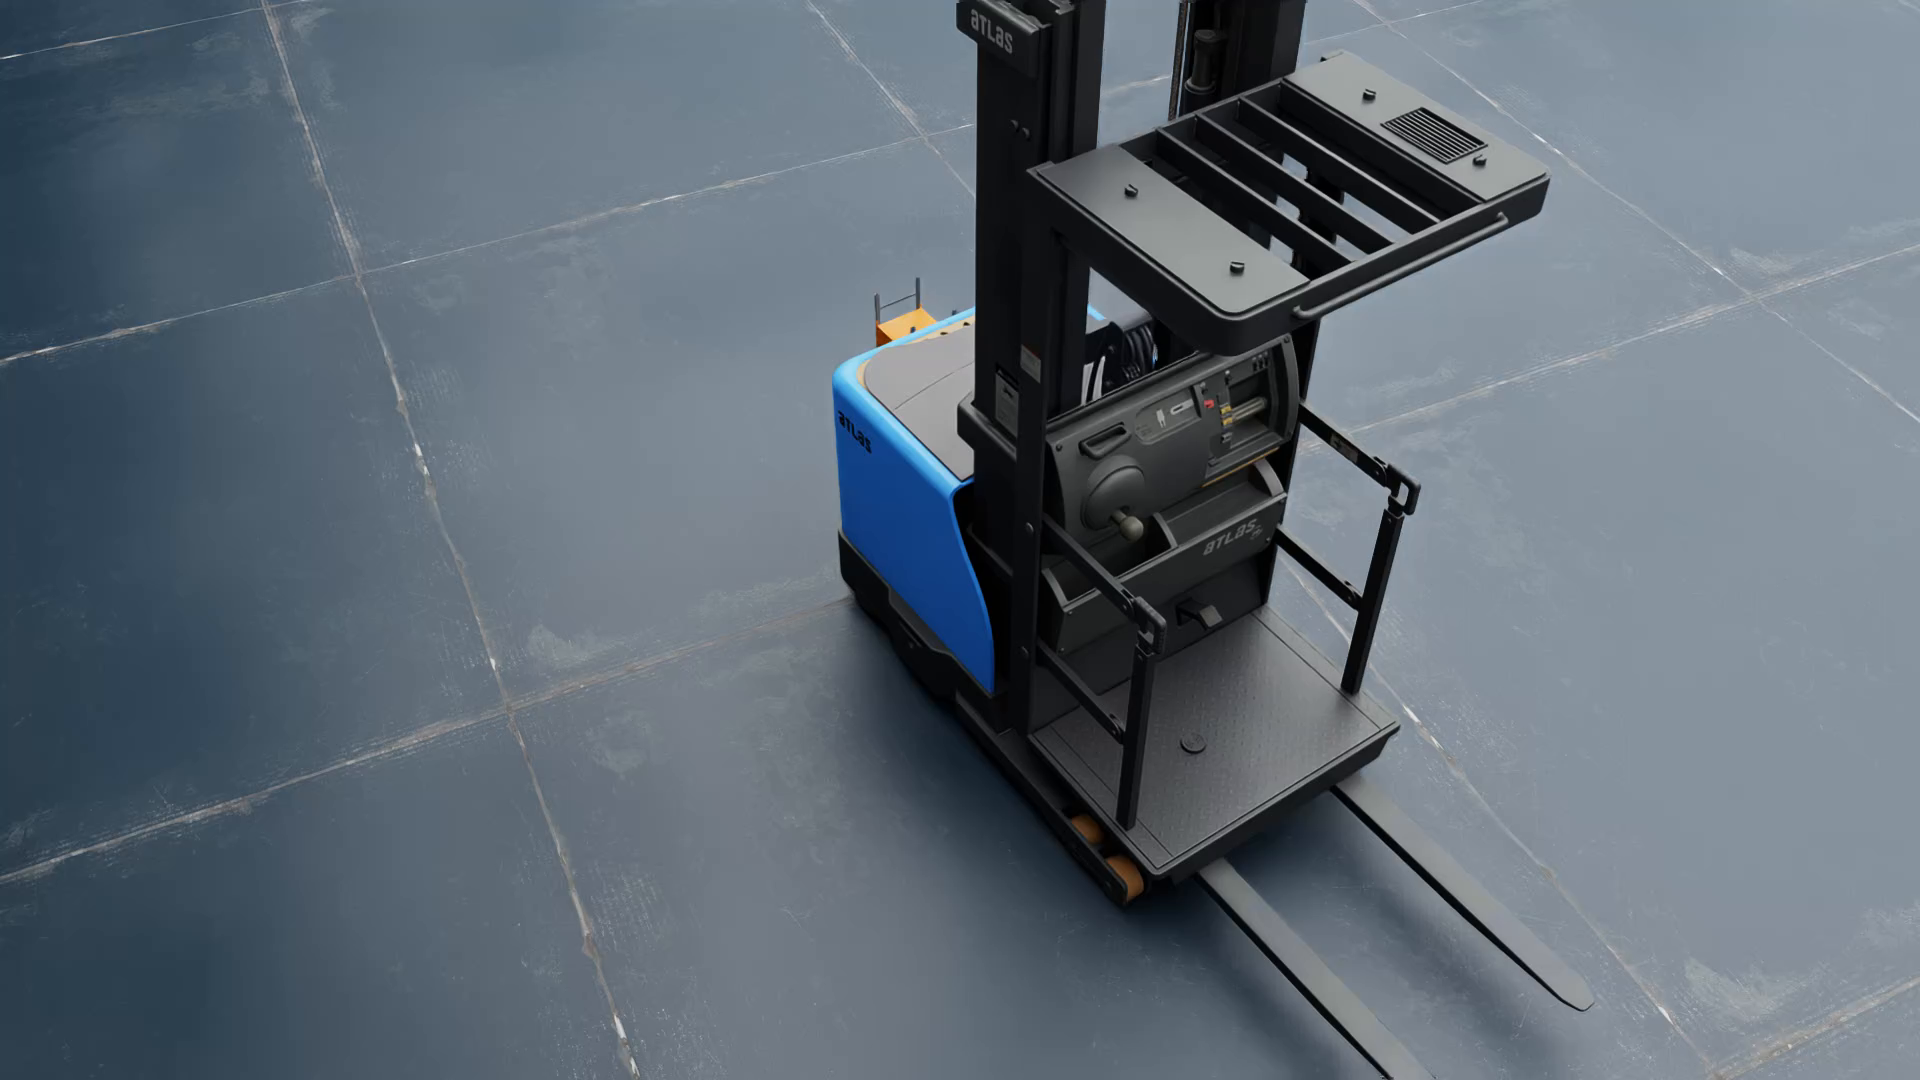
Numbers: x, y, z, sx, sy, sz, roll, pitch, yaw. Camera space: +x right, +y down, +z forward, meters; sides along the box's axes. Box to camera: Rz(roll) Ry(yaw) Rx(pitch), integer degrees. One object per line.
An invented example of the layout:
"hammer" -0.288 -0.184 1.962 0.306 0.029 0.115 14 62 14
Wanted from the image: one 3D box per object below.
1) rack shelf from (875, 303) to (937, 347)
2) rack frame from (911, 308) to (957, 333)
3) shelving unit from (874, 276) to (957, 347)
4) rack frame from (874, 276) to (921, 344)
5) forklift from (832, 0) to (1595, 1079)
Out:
"rack shelf" -0.165 -0.702 6.325 0.215 0.259 0.240 -26 50 -24
"rack frame" -0.095 -0.437 6.446 0.200 1.050 0.008 -26 50 -24
"shelving unit" -0.165 -0.508 6.517 0.215 1.050 0.252 -26 50 -24
"rack frame" -0.234 -0.578 6.588 0.200 1.050 0.008 -26 50 -24
"forklift" 0.783 -0.231 4.897 1.130 2.935 3.031 -26 50 -24
